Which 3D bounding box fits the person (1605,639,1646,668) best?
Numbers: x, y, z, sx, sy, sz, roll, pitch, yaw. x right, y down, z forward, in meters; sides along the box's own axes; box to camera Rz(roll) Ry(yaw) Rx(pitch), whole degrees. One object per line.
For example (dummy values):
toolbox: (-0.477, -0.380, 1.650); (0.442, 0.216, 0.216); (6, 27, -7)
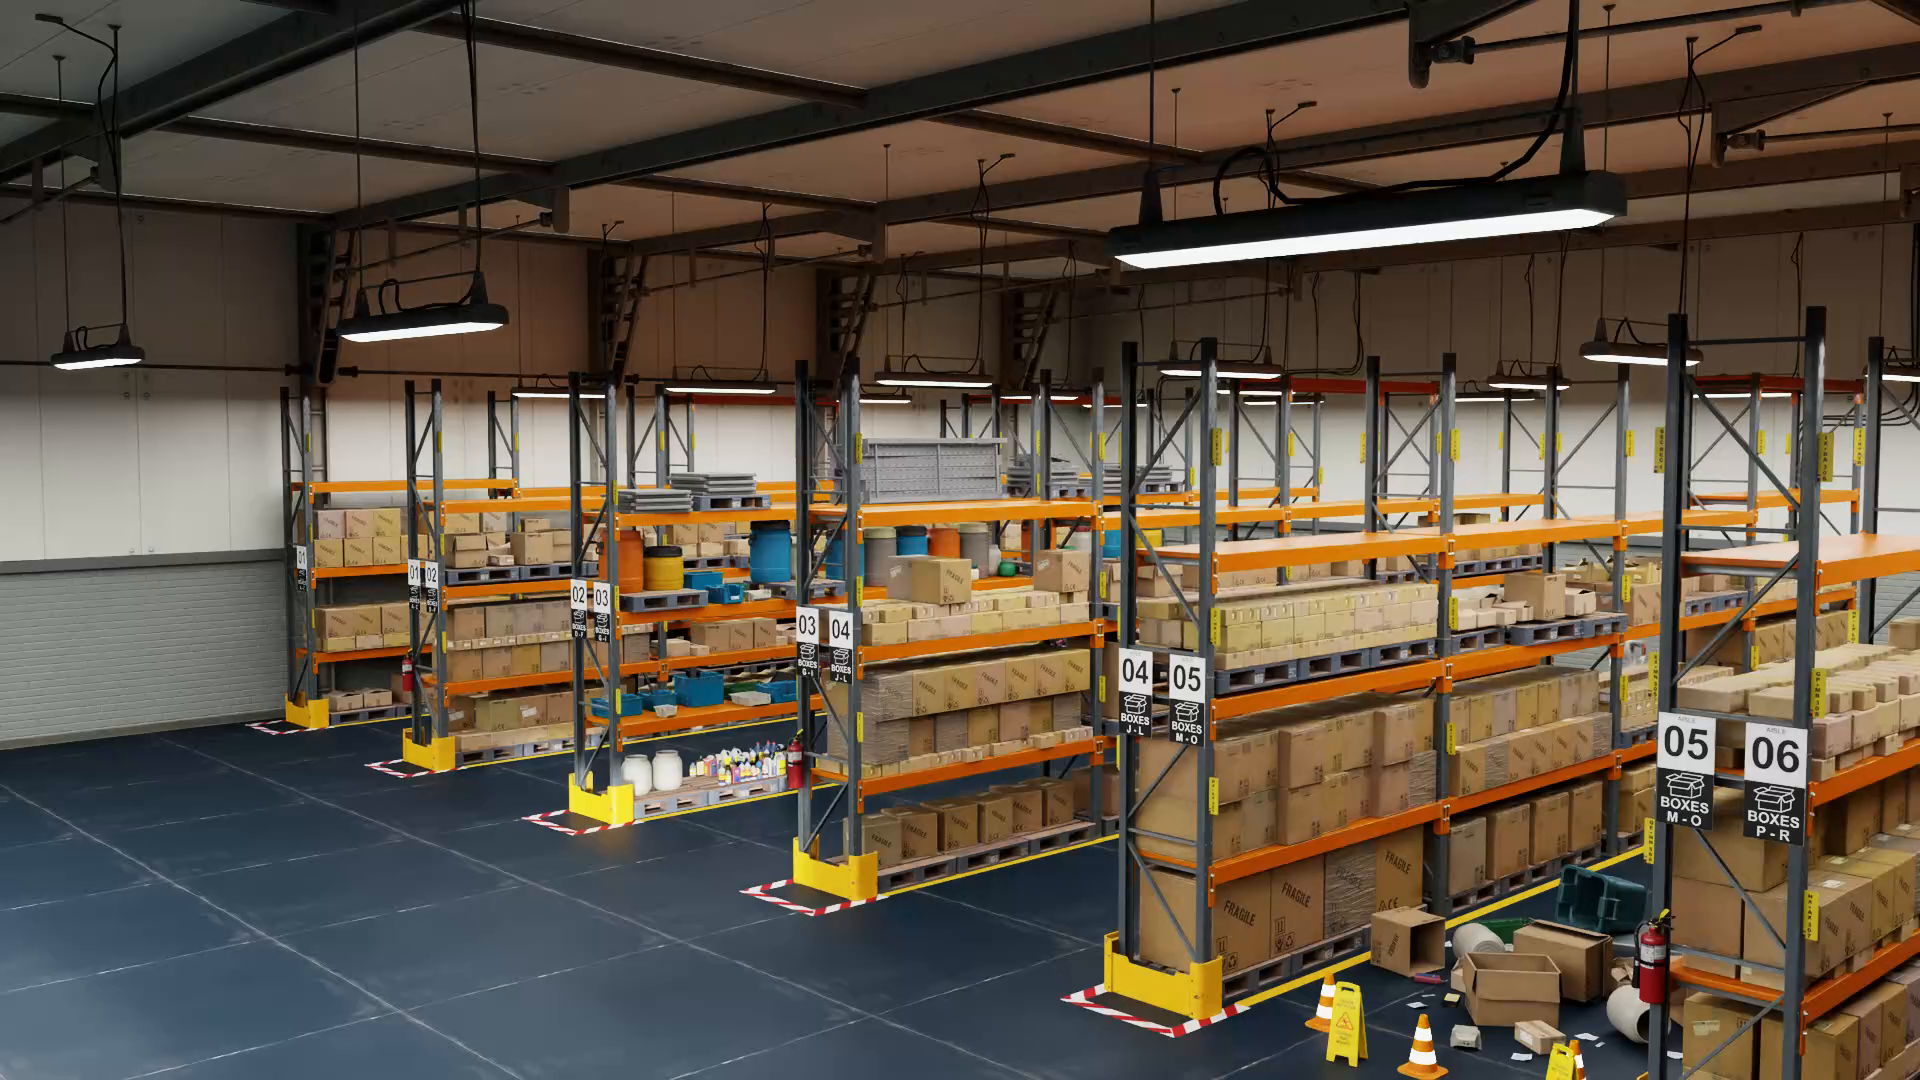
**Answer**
person: (12.430, 2.387, 31.074); (0.698, 1.592, 0.816); (2, 4, 31)
